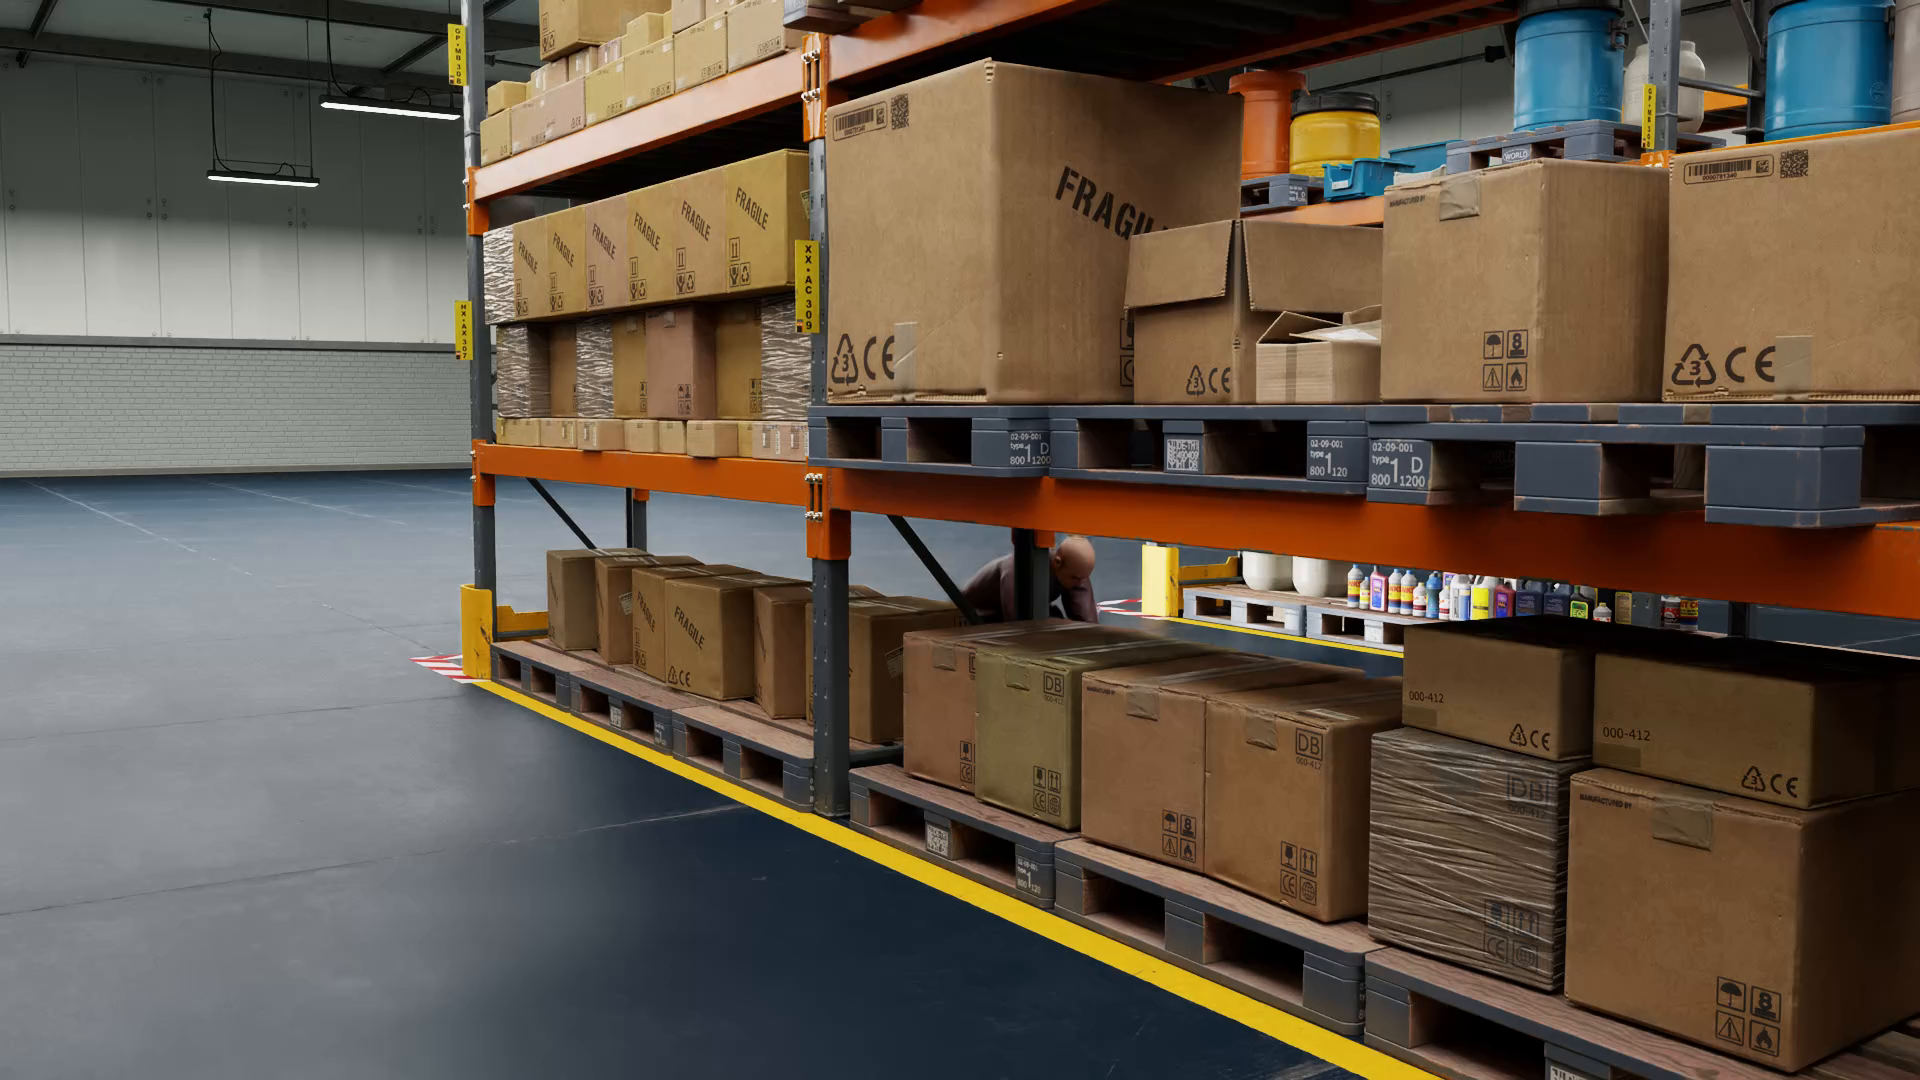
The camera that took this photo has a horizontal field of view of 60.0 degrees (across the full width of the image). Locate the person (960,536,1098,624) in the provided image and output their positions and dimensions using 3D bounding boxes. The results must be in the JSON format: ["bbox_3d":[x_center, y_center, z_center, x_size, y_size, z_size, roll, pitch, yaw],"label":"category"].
[{"bbox_3d":[0.336,0.412,8.102,0.604,0.904,0.915,-3,5,-33],"label":"person"}]
